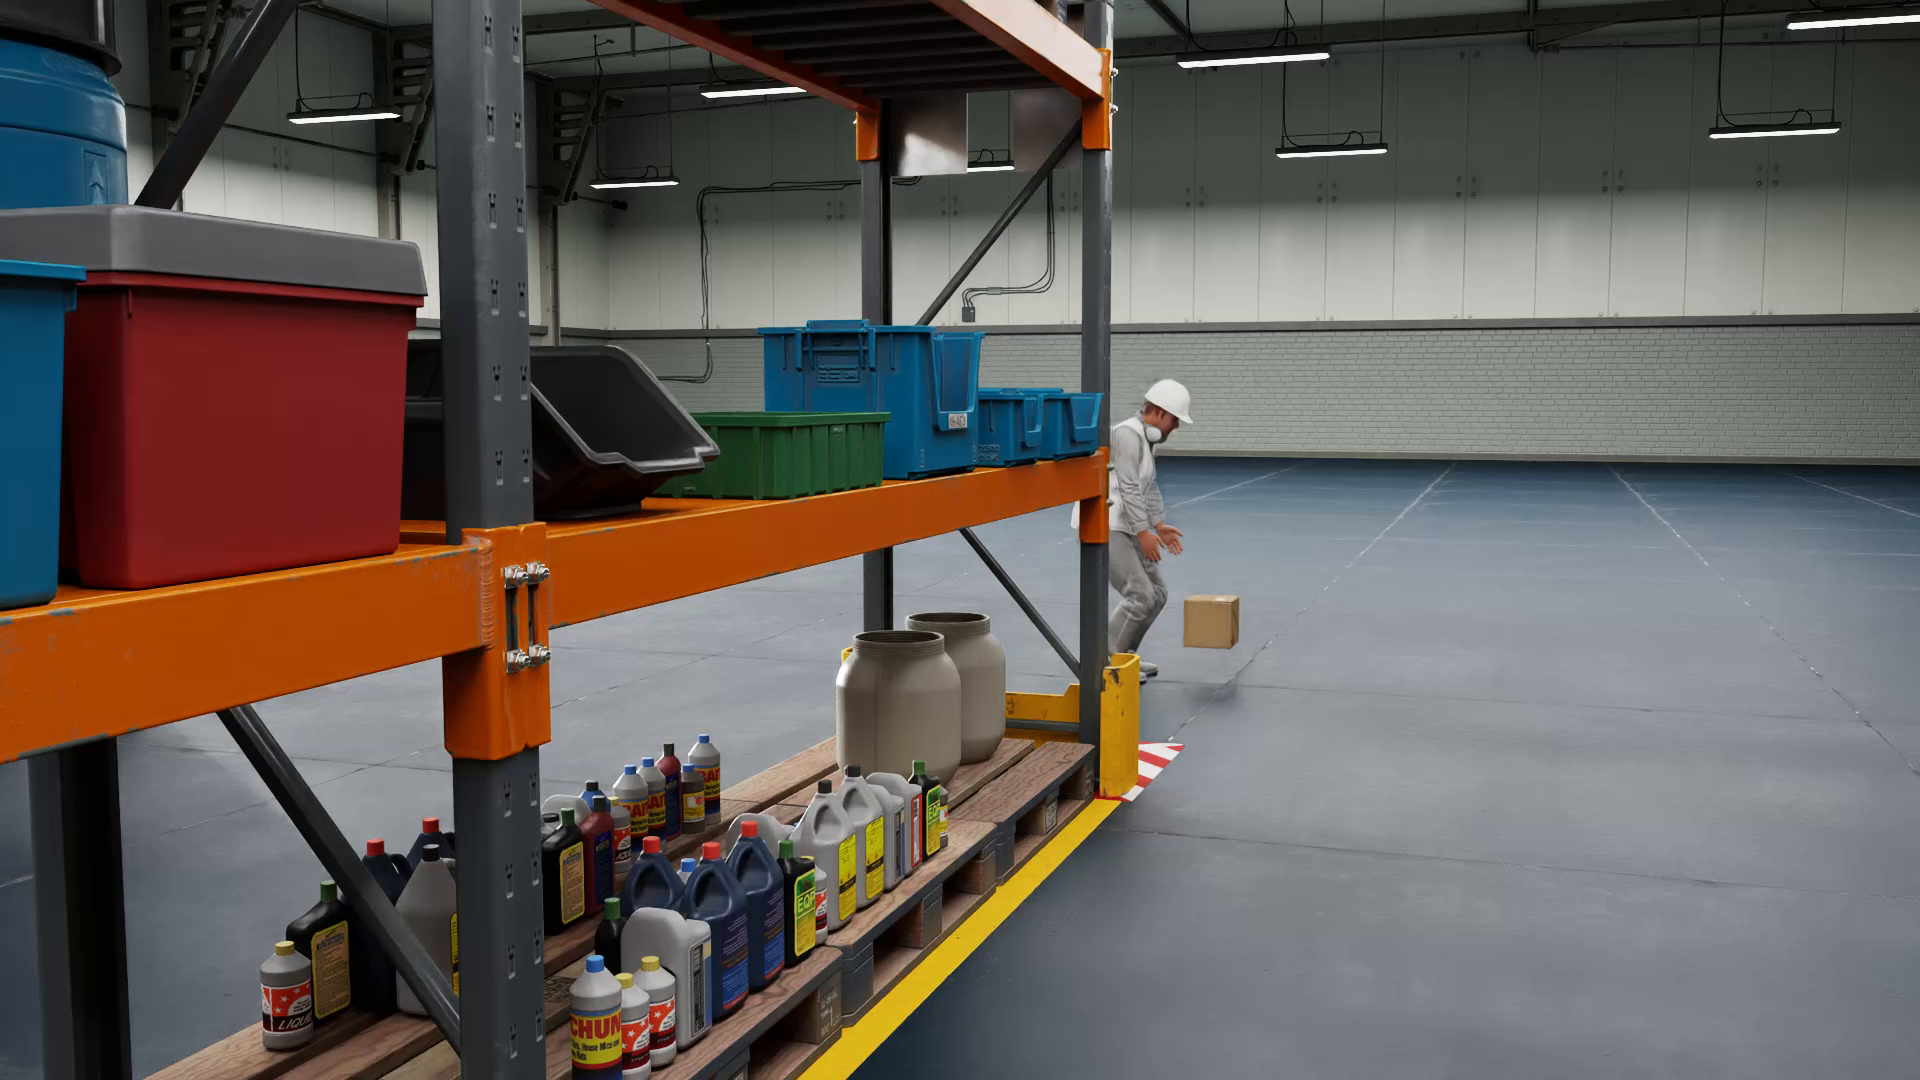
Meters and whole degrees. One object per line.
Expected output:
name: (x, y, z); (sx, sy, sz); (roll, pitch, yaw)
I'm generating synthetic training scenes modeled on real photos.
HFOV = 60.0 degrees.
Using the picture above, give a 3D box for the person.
person: (0.929, -0.055, 8.938); (0.627, 1.607, 0.583); (2, 5, 19)
